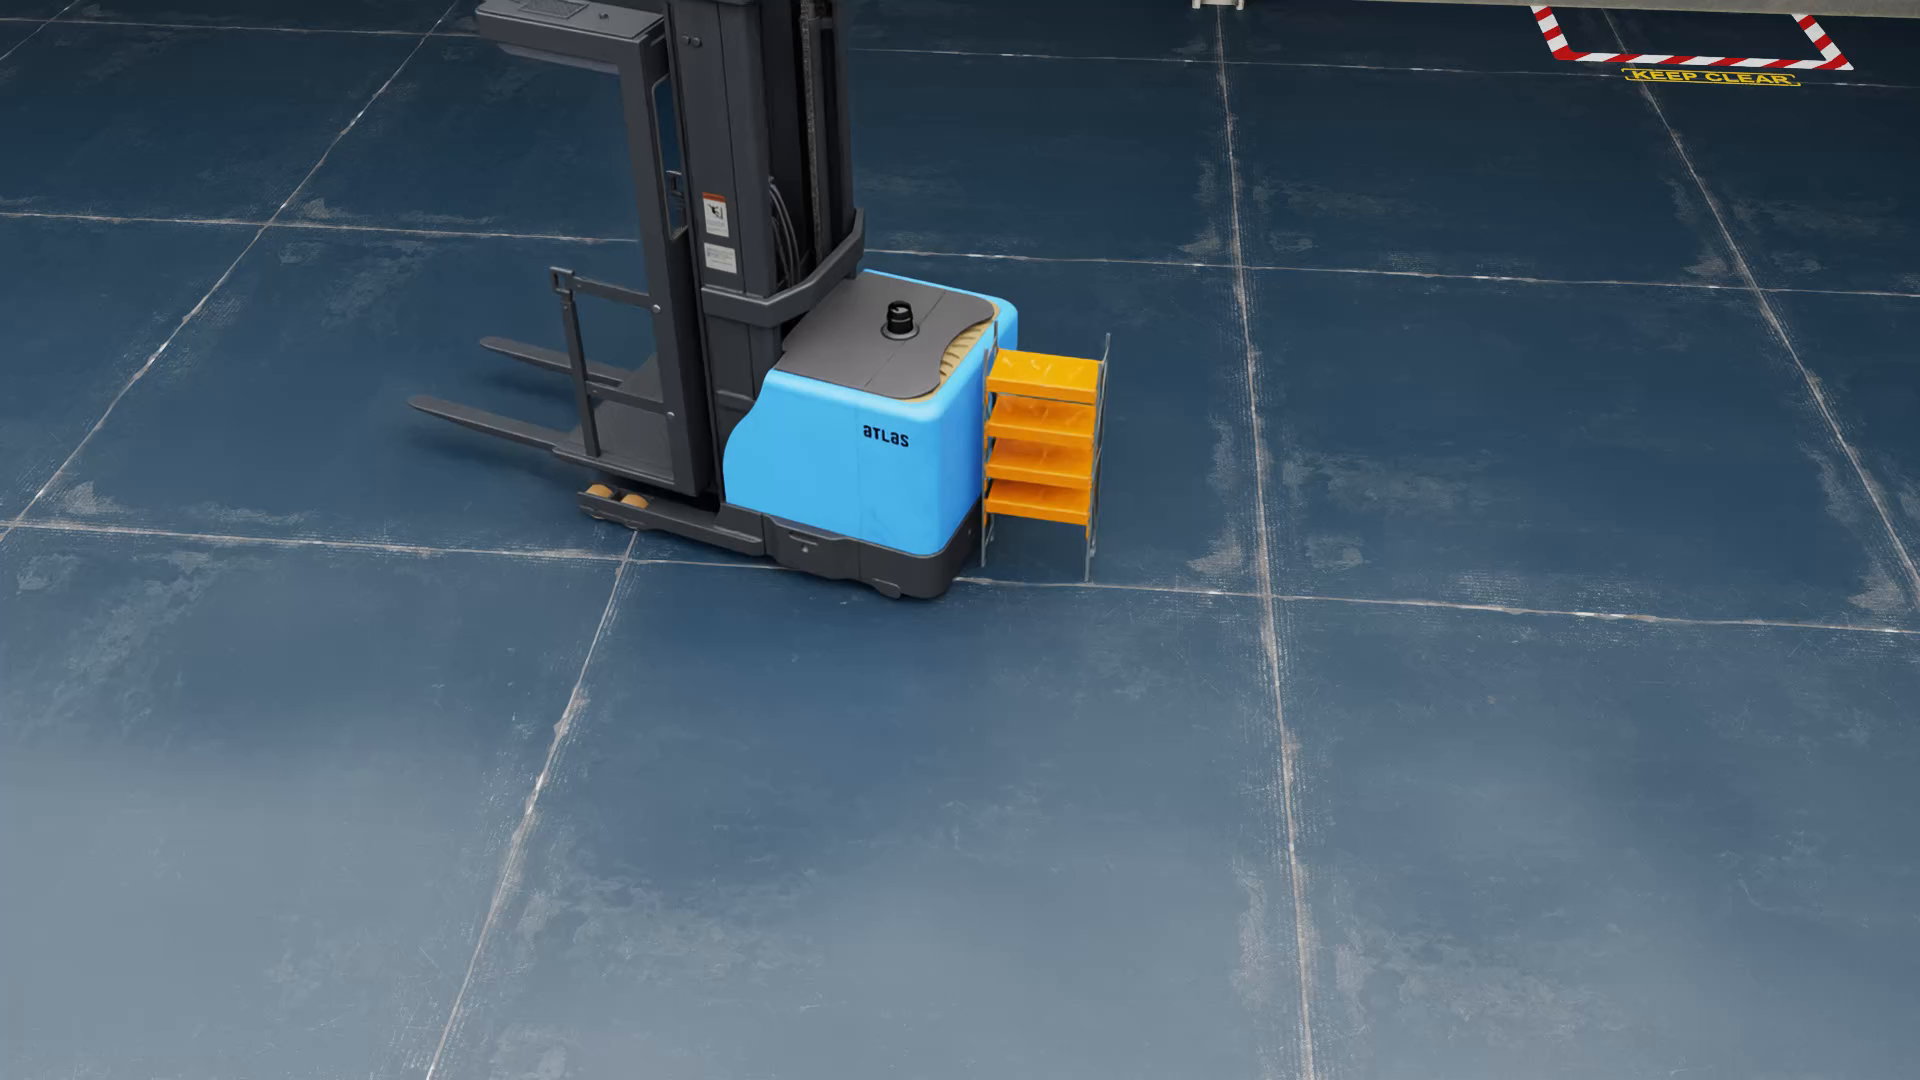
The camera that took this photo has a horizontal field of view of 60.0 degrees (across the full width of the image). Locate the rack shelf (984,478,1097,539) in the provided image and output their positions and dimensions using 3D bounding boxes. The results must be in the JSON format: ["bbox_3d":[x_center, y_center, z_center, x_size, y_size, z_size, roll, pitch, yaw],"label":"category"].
[{"bbox_3d":[0.370,-0.171,7.601,0.480,0.148,0.258,8,40,10],"label":"rack shelf"}]

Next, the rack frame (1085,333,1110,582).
[{"bbox_3d":[0.608,-0.344,7.393,0.015,1.200,0.240,8,40,10],"label":"rack frame"}]

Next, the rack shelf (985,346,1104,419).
[{"bbox_3d":[0.370,-0.682,7.185,0.480,0.148,0.258,8,40,10],"label":"rack shelf"}]

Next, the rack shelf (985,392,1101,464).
[{"bbox_3d":[0.370,-0.498,7.334,0.480,0.148,0.258,8,40,10],"label":"rack shelf"}]

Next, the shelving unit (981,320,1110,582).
[{"bbox_3d":[0.370,-0.377,7.433,0.503,1.200,0.258,8,40,10],"label":"shelving unit"}]

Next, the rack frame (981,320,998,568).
[{"bbox_3d":[0.132,-0.410,7.474,0.015,1.200,0.240,8,40,10],"label":"rack frame"}]

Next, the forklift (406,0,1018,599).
[{"bbox_3d":[-1.288,-1.479,7.416,3.031,2.935,1.130,15,42,18],"label":"forklift"}]

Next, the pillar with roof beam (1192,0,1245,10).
[{"bbox_3d":[1.665,-5.045,6.990,0.400,9.000,9.100,3,39,4],"label":"pillar with roof beam"}]

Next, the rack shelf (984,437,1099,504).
[{"bbox_3d":[0.370,-0.325,7.476,0.480,0.148,0.258,8,40,10],"label":"rack shelf"}]
